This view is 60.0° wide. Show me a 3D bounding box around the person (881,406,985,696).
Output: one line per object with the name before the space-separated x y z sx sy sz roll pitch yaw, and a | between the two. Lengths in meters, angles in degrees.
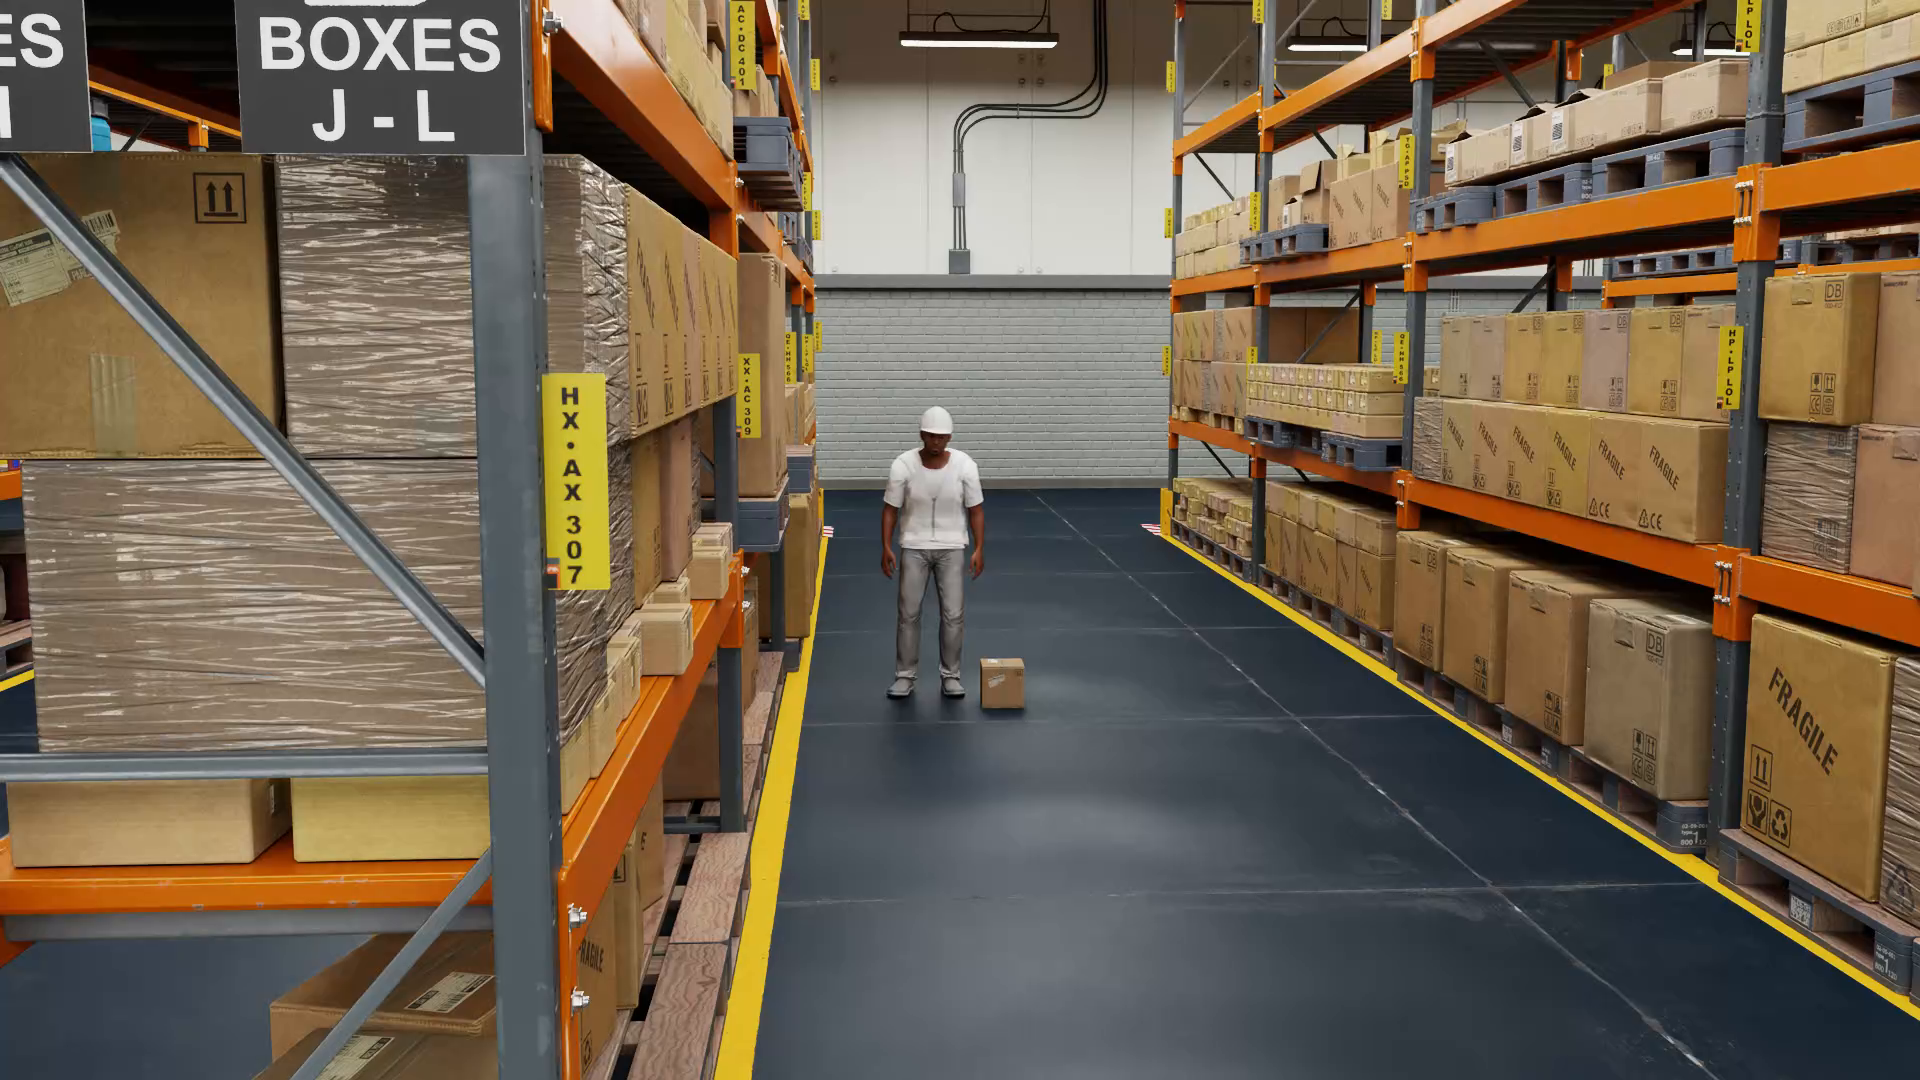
person | -0.165 0.069 10.088 0.631 1.760 0.463 0 7 -1
